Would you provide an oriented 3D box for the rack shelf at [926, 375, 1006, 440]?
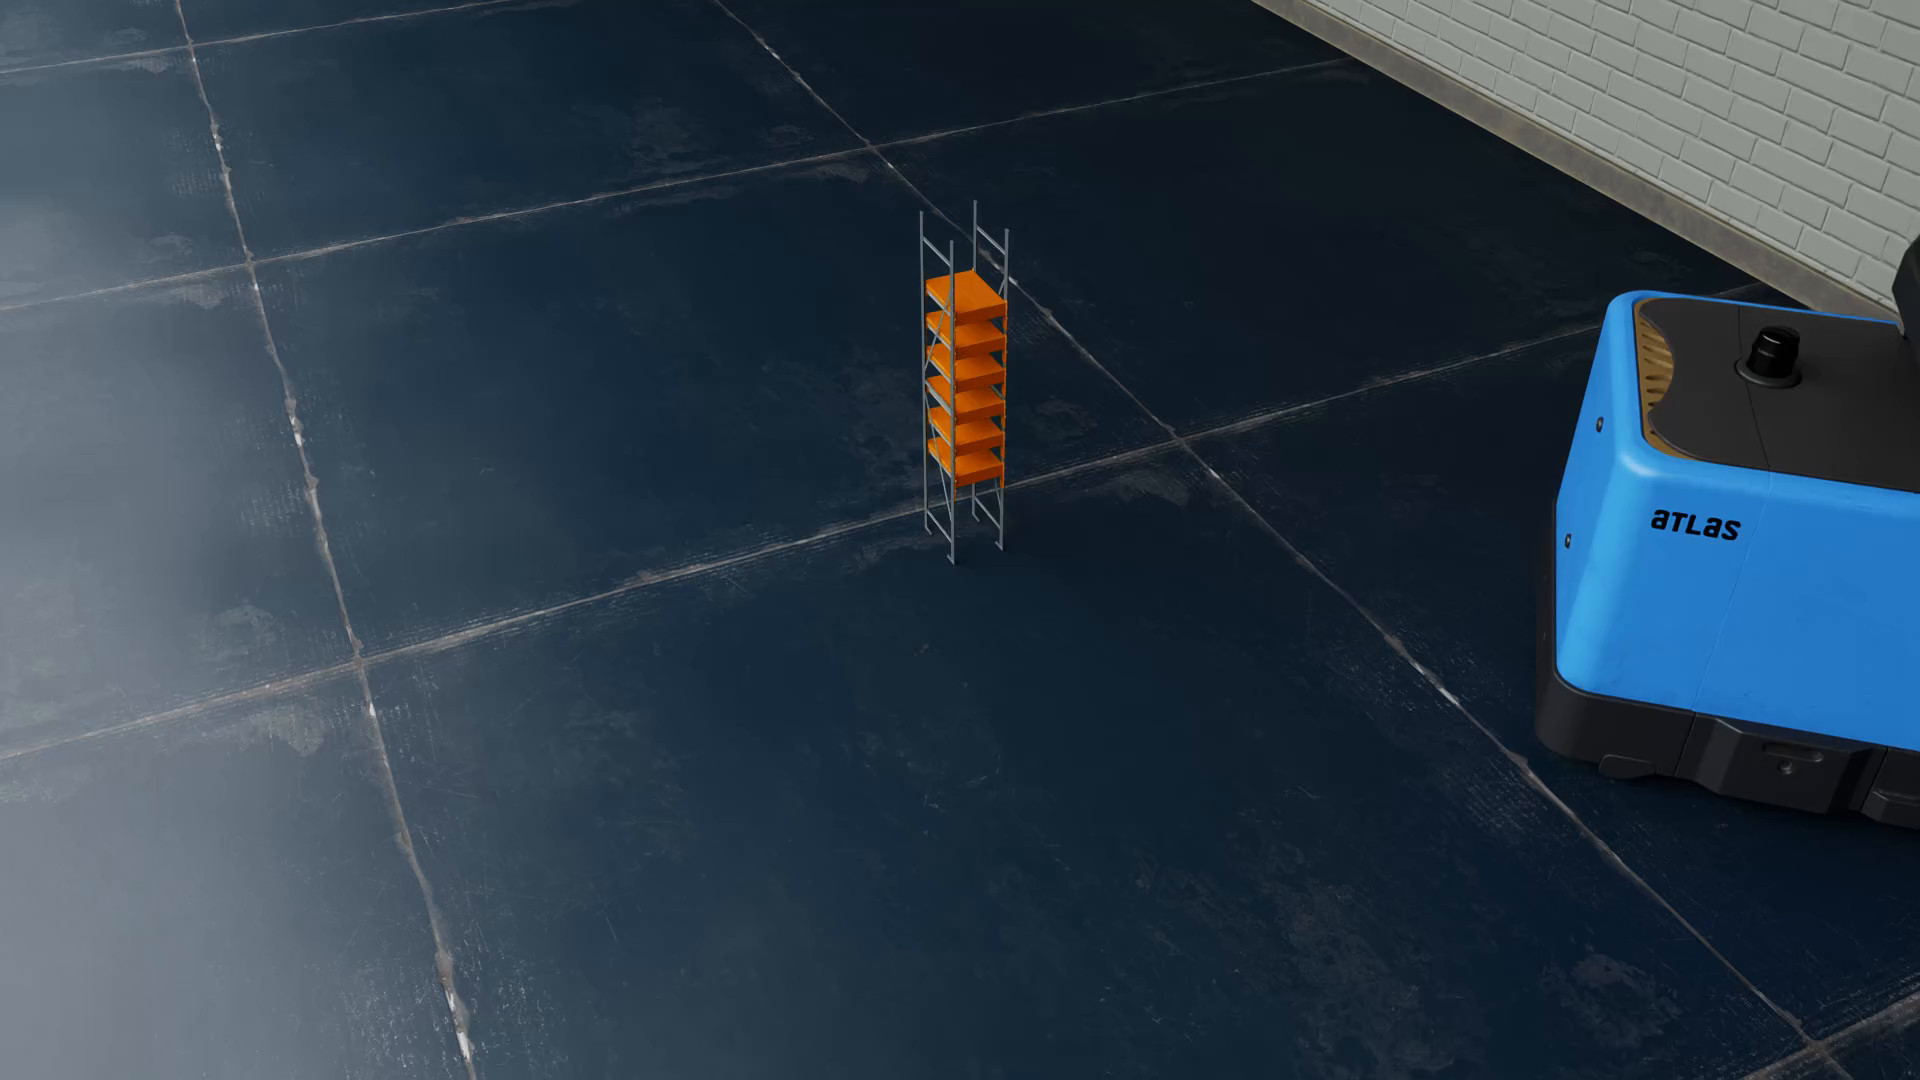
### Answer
[{"bbox_3d":[0.013,-0.450,5.424,0.180,0.103,0.258,-16,39,-20],"label":"rack shelf"}]

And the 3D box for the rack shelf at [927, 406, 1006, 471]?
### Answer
[{"bbox_3d":[0.013,-0.354,5.495,0.180,0.103,0.258,-16,39,-20],"label":"rack shelf"}]

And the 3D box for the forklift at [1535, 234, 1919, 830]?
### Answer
[{"bbox_3d":[3.261,-0.559,4.043,3.031,2.935,1.130,10,38,13],"label":"forklift"}]

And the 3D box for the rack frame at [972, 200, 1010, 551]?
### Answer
[{"bbox_3d":[0.096,-0.509,5.429,0.006,1.200,0.240,-16,39,-20],"label":"rack frame"}]

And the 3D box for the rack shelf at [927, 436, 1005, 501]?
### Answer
[{"bbox_3d":[0.013,-0.257,5.567,0.180,0.103,0.258,-16,39,-20],"label":"rack shelf"}]

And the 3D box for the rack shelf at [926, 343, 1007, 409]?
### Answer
[{"bbox_3d":[0.013,-0.546,5.352,0.180,0.103,0.258,-16,39,-20],"label":"rack shelf"}]

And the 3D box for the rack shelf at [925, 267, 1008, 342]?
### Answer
[{"bbox_3d":[0.013,-0.739,5.210,0.180,0.103,0.258,-16,39,-20],"label":"rack shelf"}]

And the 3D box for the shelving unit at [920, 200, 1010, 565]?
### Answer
[{"bbox_3d":[0.013,-0.486,5.398,0.189,1.200,0.258,-16,39,-20],"label":"shelving unit"}]

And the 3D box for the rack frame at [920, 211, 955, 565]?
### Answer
[{"bbox_3d":[-0.070,-0.462,5.366,0.006,1.200,0.240,-16,39,-20],"label":"rack frame"}]

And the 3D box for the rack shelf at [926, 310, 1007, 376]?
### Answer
[{"bbox_3d":[0.013,-0.643,5.281,0.180,0.103,0.258,-16,39,-20],"label":"rack shelf"}]
